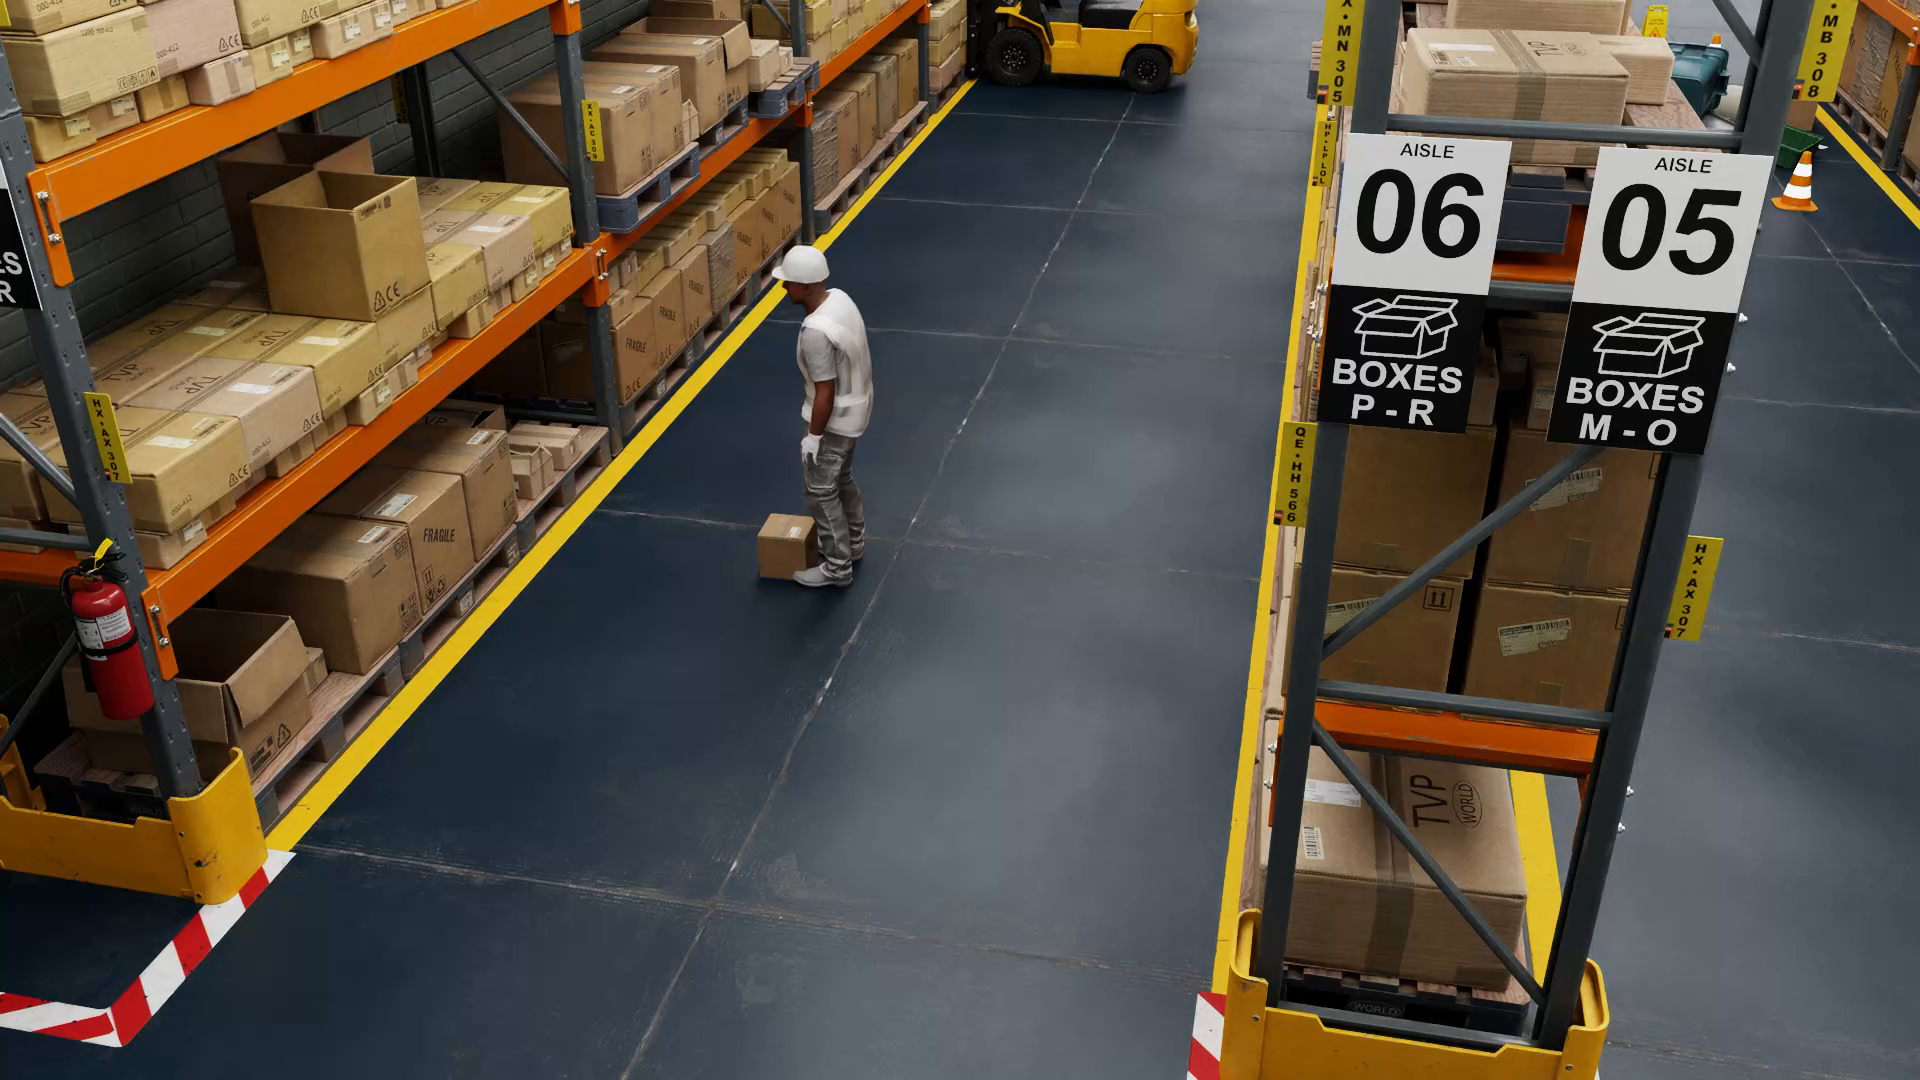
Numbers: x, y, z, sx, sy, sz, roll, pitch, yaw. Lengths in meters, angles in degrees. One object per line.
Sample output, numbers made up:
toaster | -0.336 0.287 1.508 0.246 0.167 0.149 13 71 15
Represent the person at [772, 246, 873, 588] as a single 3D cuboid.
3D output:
person | -0.662 -0.607 8.230 0.451 1.773 0.622 4 29 7
